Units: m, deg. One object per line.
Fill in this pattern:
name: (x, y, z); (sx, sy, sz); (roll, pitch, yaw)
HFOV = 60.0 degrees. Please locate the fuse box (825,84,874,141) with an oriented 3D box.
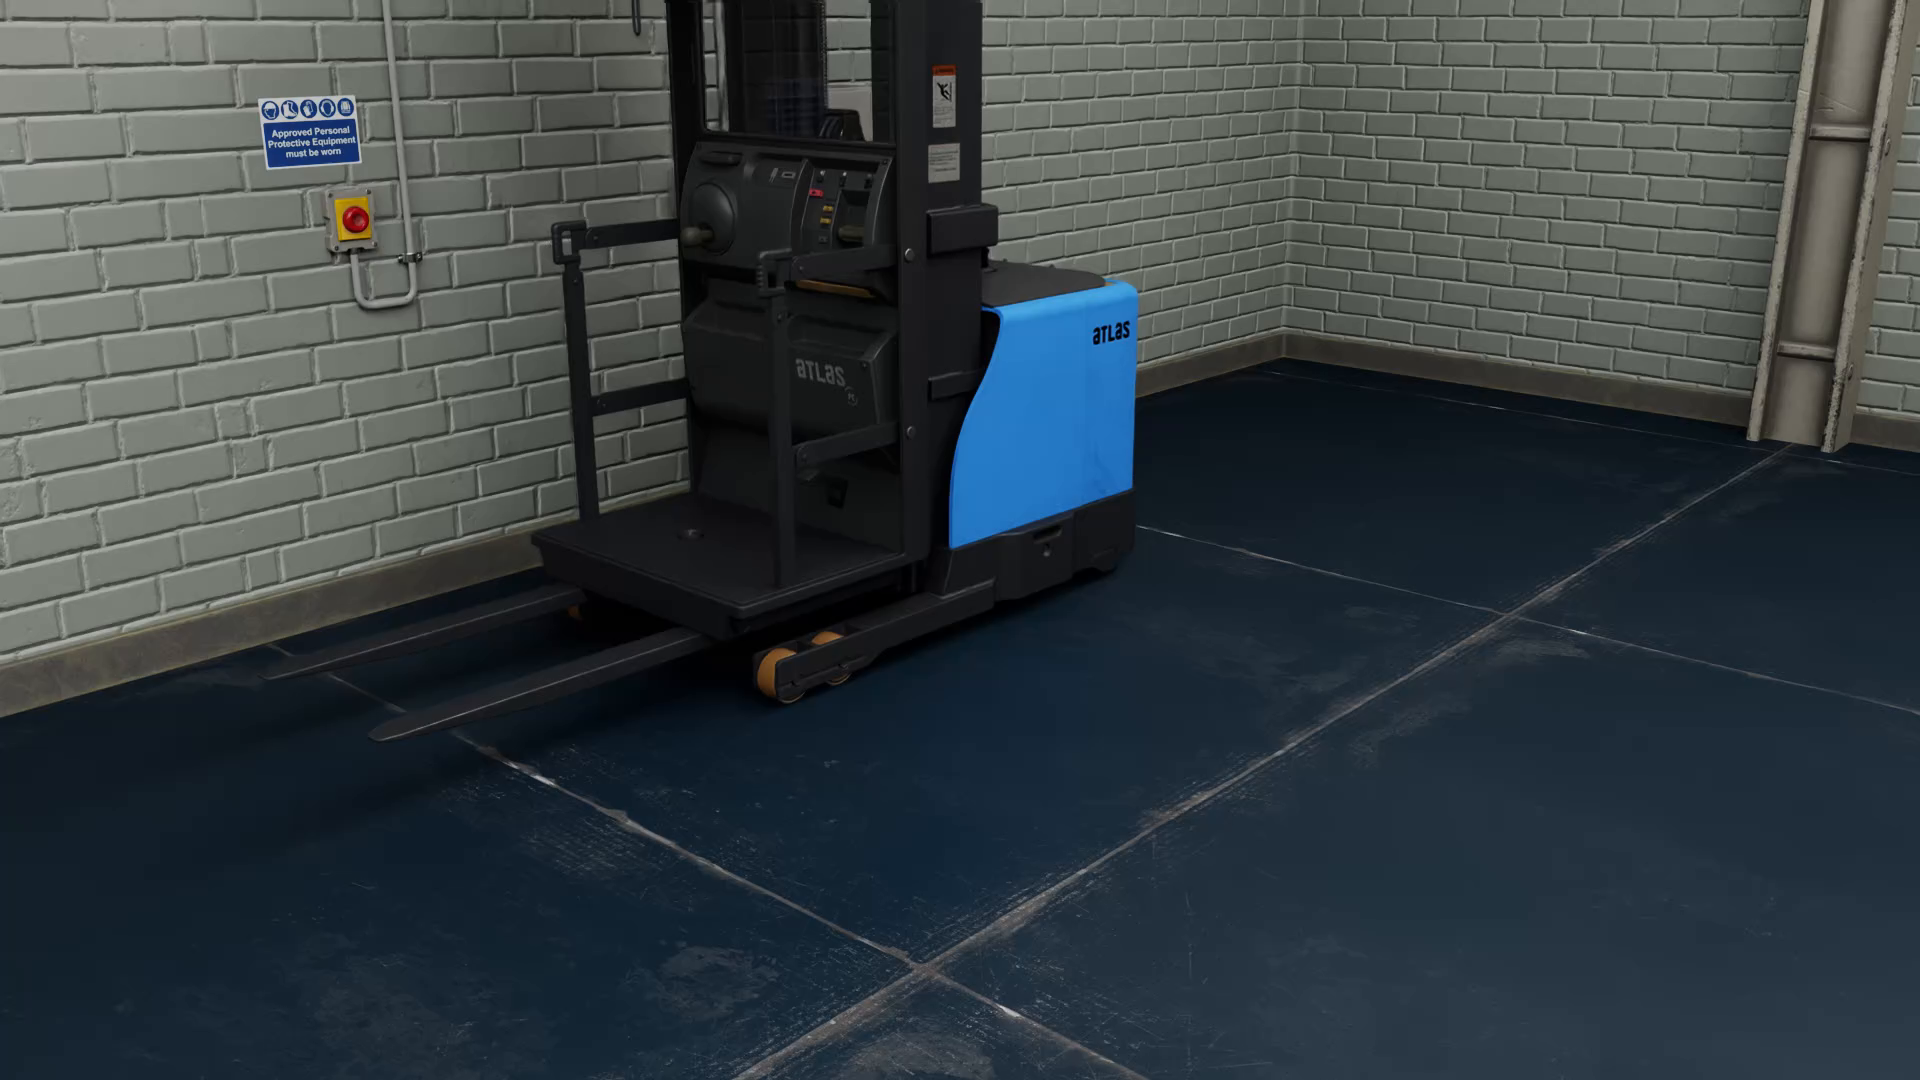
fuse box: (-0.495, -1.008, 6.959); (0.414, 1.711, 0.539); (15, 23, 39)

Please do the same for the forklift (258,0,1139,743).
forklift: (-0.708, -1.074, 5.152); (1.130, 2.935, 3.031); (16, 23, 40)

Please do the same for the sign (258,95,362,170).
sign: (-2.076, -1.306, 5.323); (0.001, 0.218, 0.327); (15, 23, 39)

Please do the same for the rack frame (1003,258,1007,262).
rack frame: (0.121, -0.618, 6.825); (0.008, 1.050, 0.200); (15, 23, 39)

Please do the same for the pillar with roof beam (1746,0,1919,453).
pillar with roof beam: (1.250, -3.804, 3.721); (0.400, 9.000, 9.100); (15, 23, 39)

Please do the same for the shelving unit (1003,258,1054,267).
shelving unit: (0.212, -0.594, 6.747); (0.252, 1.050, 0.215); (15, 23, 39)

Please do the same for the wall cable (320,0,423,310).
wall cable: (-1.999, -1.675, 5.201); (0.123, 1.953, 0.585); (15, 23, 39)

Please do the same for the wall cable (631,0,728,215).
wall cable: (-1.066, -1.984, 6.224); (0.122, 1.984, 0.588); (15, 23, 39)

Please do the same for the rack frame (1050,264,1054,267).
rack frame: (0.303, -0.569, 6.670); (0.008, 1.050, 0.200); (15, 23, 39)
